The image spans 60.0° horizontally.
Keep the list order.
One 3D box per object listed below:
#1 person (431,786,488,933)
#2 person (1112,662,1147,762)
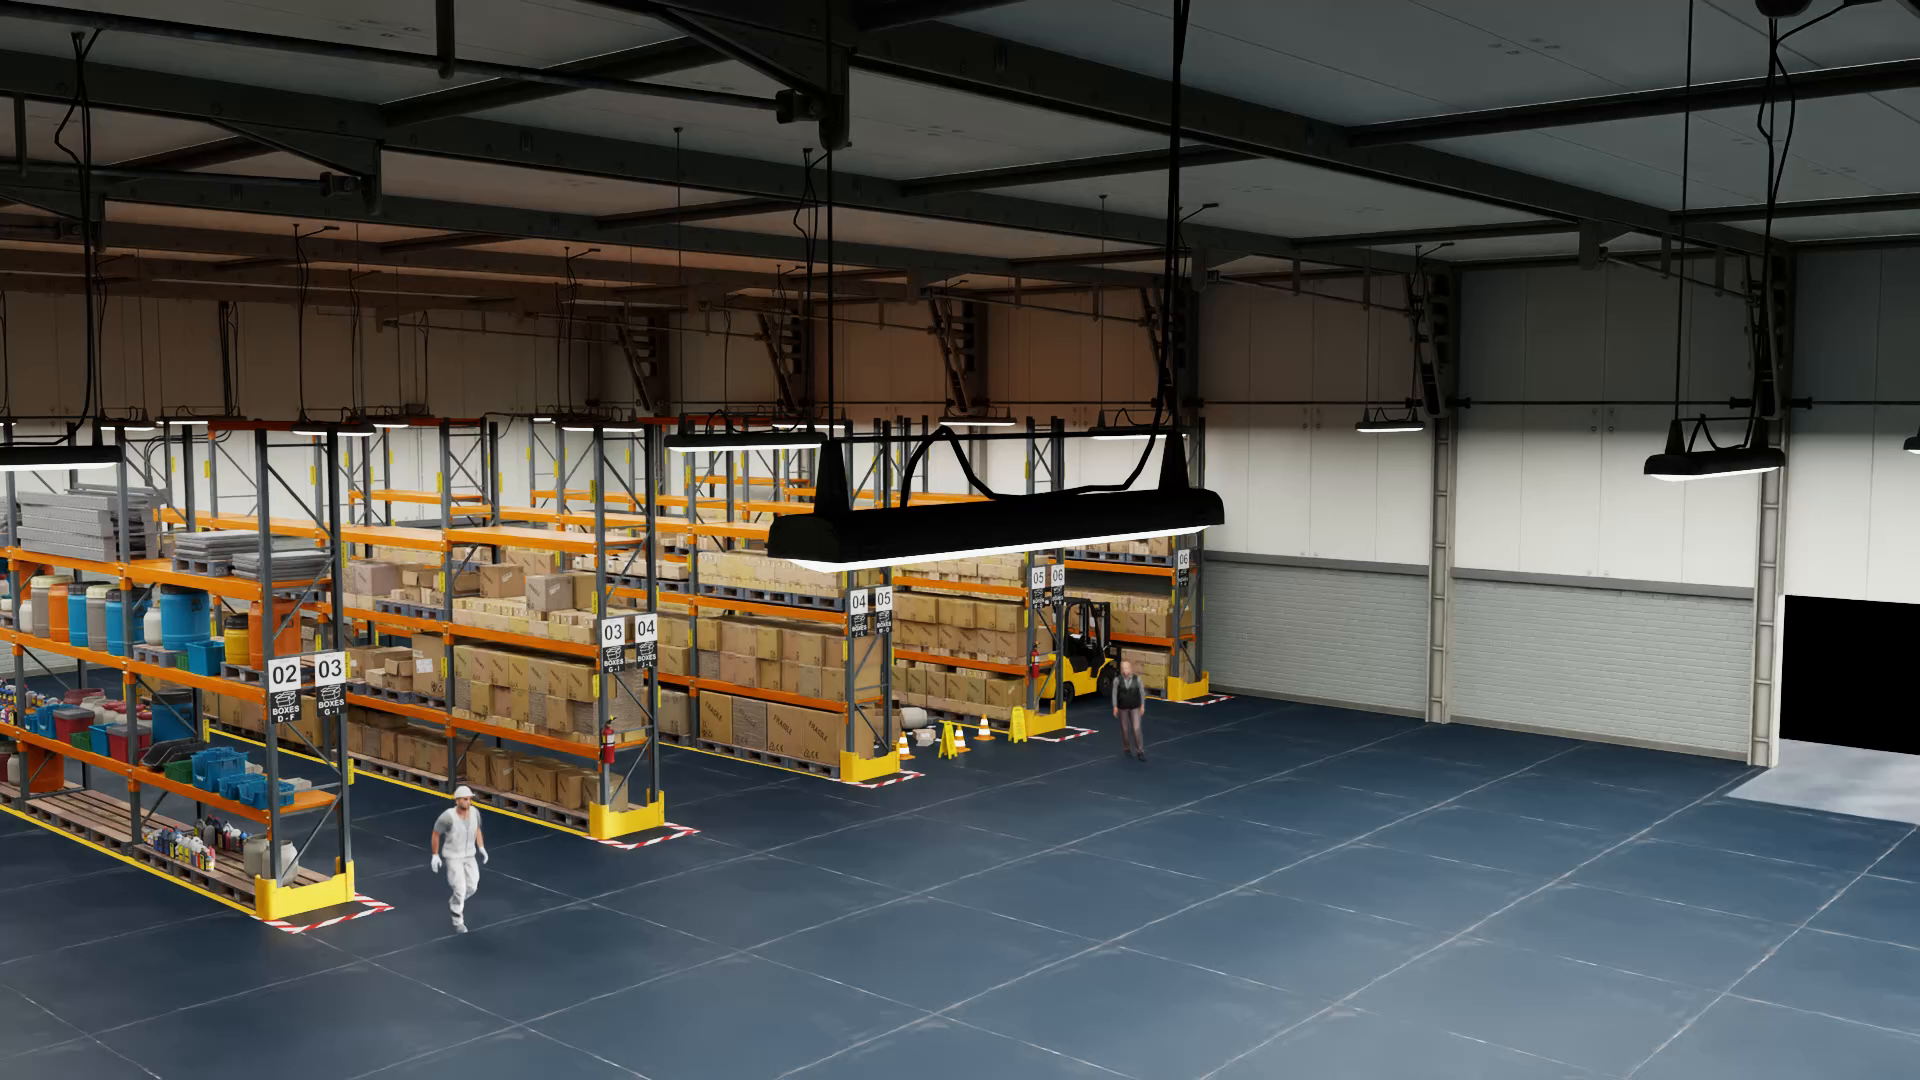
[{"bbox_3d":[-6.083,3.804,20.000,0.671,1.762,0.648,4,6,39],"label":"person"},{"bbox_3d":[3.015,3.025,29.516,0.646,1.725,0.679,1,5,11],"label":"person"}]
